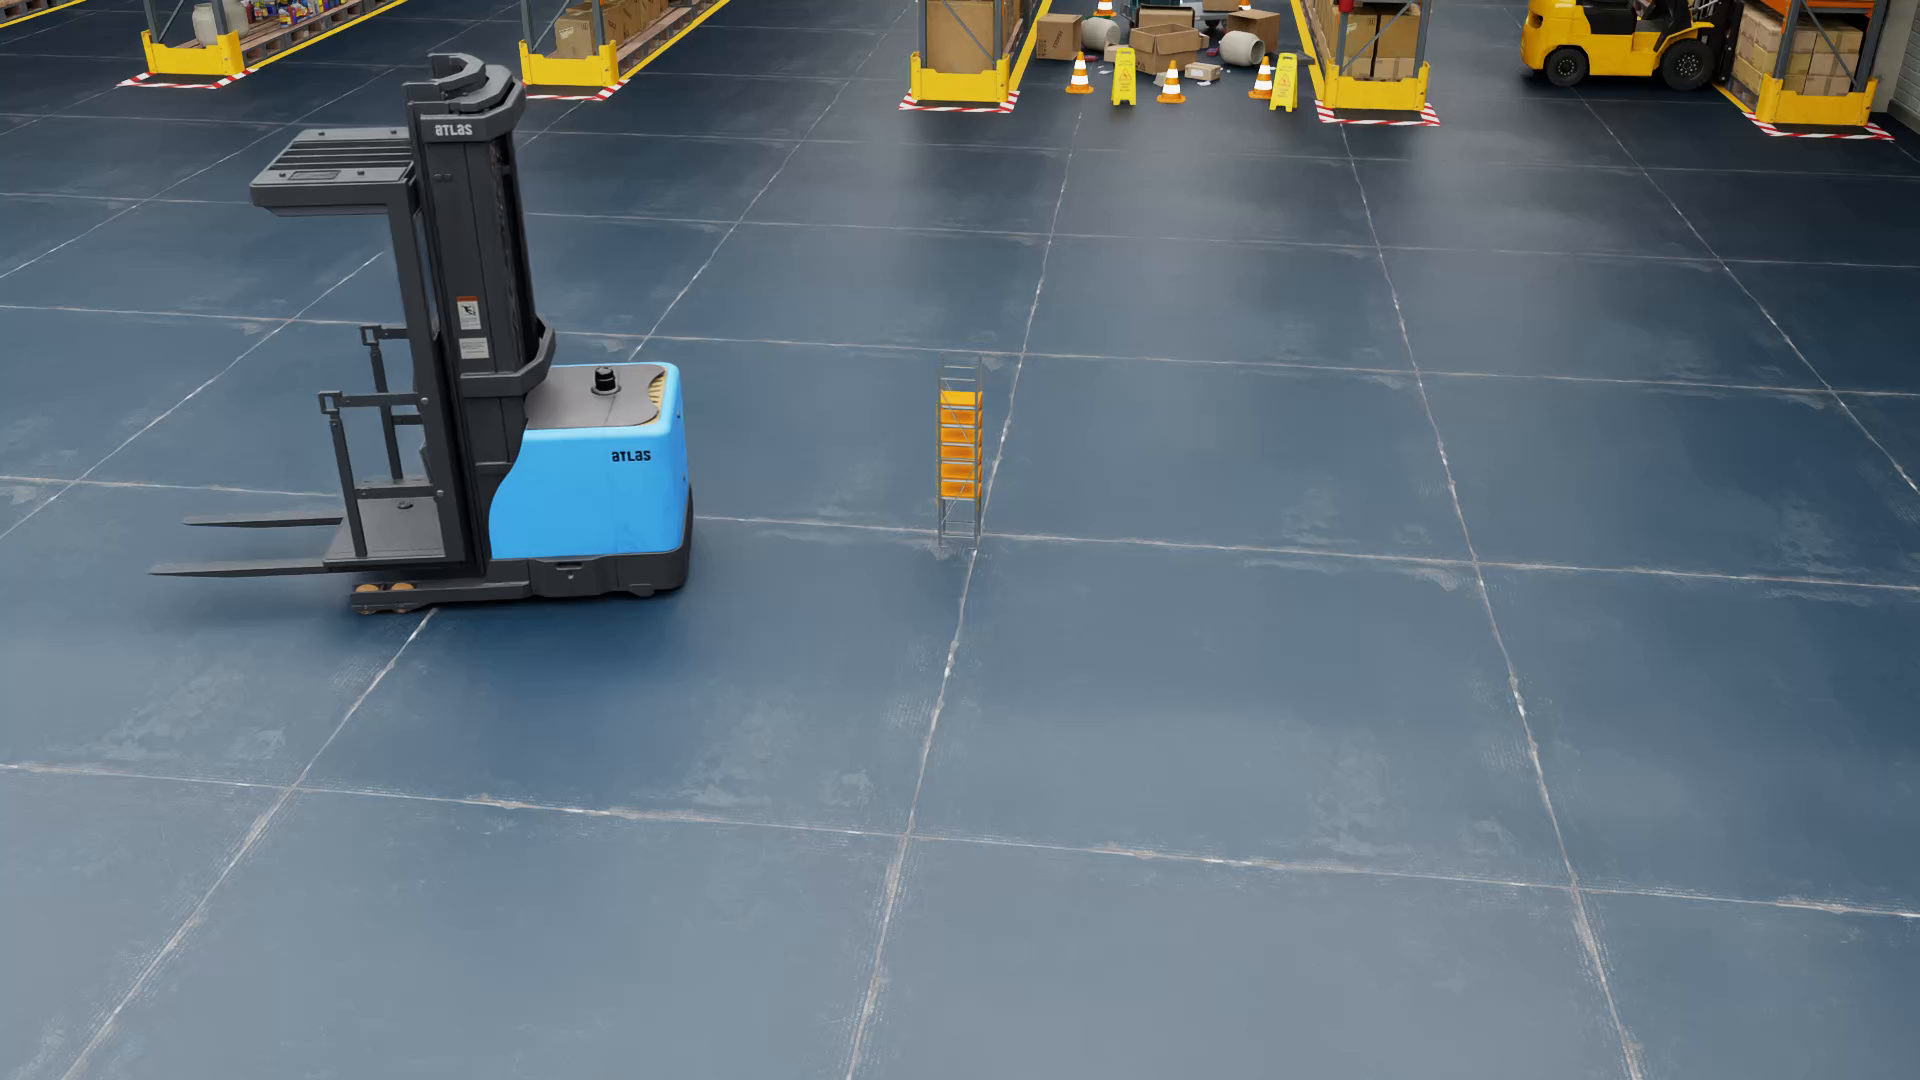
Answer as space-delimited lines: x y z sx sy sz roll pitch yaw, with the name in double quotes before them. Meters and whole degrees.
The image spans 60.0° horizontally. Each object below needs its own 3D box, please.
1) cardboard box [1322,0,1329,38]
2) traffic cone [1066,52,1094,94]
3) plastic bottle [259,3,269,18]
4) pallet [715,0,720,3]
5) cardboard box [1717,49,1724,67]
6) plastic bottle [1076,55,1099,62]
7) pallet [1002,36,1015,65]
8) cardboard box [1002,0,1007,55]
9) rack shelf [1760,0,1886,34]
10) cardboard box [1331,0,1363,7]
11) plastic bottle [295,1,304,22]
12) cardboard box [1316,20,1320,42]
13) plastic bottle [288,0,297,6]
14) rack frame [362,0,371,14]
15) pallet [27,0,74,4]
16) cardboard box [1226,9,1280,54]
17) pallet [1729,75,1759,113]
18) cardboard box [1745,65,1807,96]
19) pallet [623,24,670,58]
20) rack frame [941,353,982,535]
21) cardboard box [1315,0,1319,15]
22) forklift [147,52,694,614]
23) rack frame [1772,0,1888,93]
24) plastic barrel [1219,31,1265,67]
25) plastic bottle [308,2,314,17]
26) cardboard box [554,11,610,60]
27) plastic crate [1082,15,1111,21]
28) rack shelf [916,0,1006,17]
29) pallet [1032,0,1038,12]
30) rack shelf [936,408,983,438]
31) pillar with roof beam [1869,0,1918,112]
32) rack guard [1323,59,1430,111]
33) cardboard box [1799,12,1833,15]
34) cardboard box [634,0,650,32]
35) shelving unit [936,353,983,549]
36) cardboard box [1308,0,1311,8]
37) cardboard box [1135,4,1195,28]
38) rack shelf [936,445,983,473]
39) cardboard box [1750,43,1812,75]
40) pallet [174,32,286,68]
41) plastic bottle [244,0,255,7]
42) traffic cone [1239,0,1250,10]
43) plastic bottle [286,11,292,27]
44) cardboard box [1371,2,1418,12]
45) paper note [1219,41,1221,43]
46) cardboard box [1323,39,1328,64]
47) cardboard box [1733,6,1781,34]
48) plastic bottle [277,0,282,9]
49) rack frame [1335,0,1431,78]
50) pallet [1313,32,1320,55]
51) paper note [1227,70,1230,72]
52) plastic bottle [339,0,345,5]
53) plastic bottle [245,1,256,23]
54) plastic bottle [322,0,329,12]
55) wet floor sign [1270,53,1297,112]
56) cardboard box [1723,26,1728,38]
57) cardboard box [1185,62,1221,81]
"cardboard box" 4.900 -6.659 21.114 0.500 0.500 0.500 3 28 5
"traffic cone" 1.480 -5.770 20.472 0.336 0.463 0.334 3 28 6
"plastic bottle" -9.813 -7.469 23.438 0.097 0.201 0.097 0 28 0
"pallet" -4.173 -8.653 26.089 1.003 0.211 1.213 3 28 6
"cardboard box" 9.784 -6.121 20.905 0.500 0.250 0.500 4 29 8
"plastic bottle" 1.688 -6.378 22.025 0.283 0.061 0.133 -6 29 -11
"pallet" 0.178 -6.445 21.991 1.003 0.211 1.213 3 28 6
"cardboard box" 0.129 -6.706 21.333 0.875 0.875 0.875 3 28 5
"rack shelf" 10.103 -6.817 20.500 1.077 0.370 4.000 3 28 6
"cardboard box" 4.749 -6.638 20.391 0.380 0.149 0.250 4 29 8
"plastic bottle" -9.234 -7.379 23.198 0.097 0.271 0.097 0 28 0
"cardboard box" 5.027 -6.823 22.208 0.500 0.250 0.500 5 29 9
"plastic bottle" -9.698 -7.889 24.060 0.144 0.351 0.185 3 28 6
"rack frame" -9.330 -9.226 24.212 1.000 3.000 0.127 3 28 6
"pallet" -14.194 -8.637 26.059 1.003 0.211 1.213 3 28 6
"cardboard box" 3.939 -6.838 22.412 0.500 0.500 0.500 -24 36 -37
"pallet" 9.910 -5.327 19.916 1.003 0.211 1.213 3 28 6
"cardboard box" 9.602 -5.407 19.579 0.500 0.250 0.500 4 29 7
"pallet" -4.609 -6.816 22.680 1.003 0.211 1.213 3 28 6
"rack frame" 0.009 -0.564 10.033 0.240 1.200 0.006 3 28 6
"cardboard box" 5.081 -7.405 22.497 0.500 0.500 0.500 5 29 9
"forklift" -3.138 -1.131 9.259 3.031 2.935 1.130 -2 28 -5
"rack frame" 9.858 -6.193 18.582 1.000 3.000 0.127 3 28 6
"plastic barrel" 3.681 -6.405 21.693 0.421 0.421 0.512 -24 36 -37
"plastic bottle" -9.197 -7.492 23.480 0.097 0.201 0.097 0 28 0
"cardboard box" -4.811 -6.433 21.220 0.500 0.500 0.500 9 30 16
"plastic crate" 1.775 -7.232 23.415 0.450 0.188 0.662 9 28 37
"rack shelf" 0.251 -7.344 21.478 1.077 0.370 4.000 3 28 6
"pallet" 0.663 -8.318 25.467 1.003 0.211 1.213 3 28 6
"rack shelf" -0.002 -0.694 9.860 0.258 0.103 0.180 3 28 6
"pillar with roof beam" 6.565 -9.359 18.135 9.100 9.000 0.400 3 28 6
"rack guard" 4.940 -5.415 19.773 1.175 0.500 0.348 3 28 6
"cardboard box" 10.234 -6.293 20.170 0.500 0.250 0.500 3 28 6
"cardboard box" -4.564 -7.270 22.774 0.500 0.500 0.500 1 28 2
"shelving unit" -0.002 -0.521 9.953 0.258 1.200 0.189 3 28 6
"cardboard box" 5.568 -7.976 24.220 0.950 0.372 0.625 5 29 9
"cardboard box" 2.740 -6.855 22.300 0.797 0.637 0.503 3 28 6
"rack shelf" -0.002 -0.482 9.974 0.258 0.103 0.180 3 28 6
"cardboard box" 9.607 -5.634 19.475 0.500 0.250 0.500 3 28 6
"pallet" -9.753 -6.536 22.160 1.003 0.211 1.213 3 28 6
"plastic bottle" -9.955 -7.410 23.250 0.152 0.276 0.135 3 28 5
"traffic cone" 4.184 -7.910 24.445 0.336 0.463 0.334 3 28 6
"plastic bottle" -9.276 -7.189 22.918 0.097 0.201 0.097 0 28 0
"cardboard box" 5.366 -6.405 20.642 0.500 0.500 0.500 2 28 4
"paper note" 3.663 -6.905 23.034 0.148 0.019 0.142 3 28 6
"cardboard box" 4.834 -6.093 20.854 0.500 0.250 0.500 3 29 6
"cardboard box" 9.713 -6.321 20.222 0.500 0.250 0.500 4 29 7
"plastic bottle" -9.864 -7.809 23.911 0.144 0.351 0.185 2 28 4
"rack frame" 4.931 -6.479 19.114 1.000 3.000 0.127 3 28 6
"pallet" 5.374 -6.816 22.680 1.003 0.211 1.213 3 28 6
"paper note" 3.472 -6.061 21.490 0.032 0.001 0.123 3 28 6
"plastic bottle" -9.061 -7.978 24.296 0.061 0.283 0.133 5 29 9
"plastic bottle" -9.866 -7.342 23.116 0.061 0.283 0.133 3 28 6
"plastic bottle" -9.125 -7.734 23.844 0.061 0.283 0.133 5 29 10
"wet floor sign" 3.846 -5.416 19.622 0.267 0.644 0.232 14 31 24
"cardboard box" 9.786 -6.349 20.802 0.500 0.250 0.500 3 28 6
"cardboard box" 3.087 -5.958 21.153 0.380 0.149 0.250 20 34 32
